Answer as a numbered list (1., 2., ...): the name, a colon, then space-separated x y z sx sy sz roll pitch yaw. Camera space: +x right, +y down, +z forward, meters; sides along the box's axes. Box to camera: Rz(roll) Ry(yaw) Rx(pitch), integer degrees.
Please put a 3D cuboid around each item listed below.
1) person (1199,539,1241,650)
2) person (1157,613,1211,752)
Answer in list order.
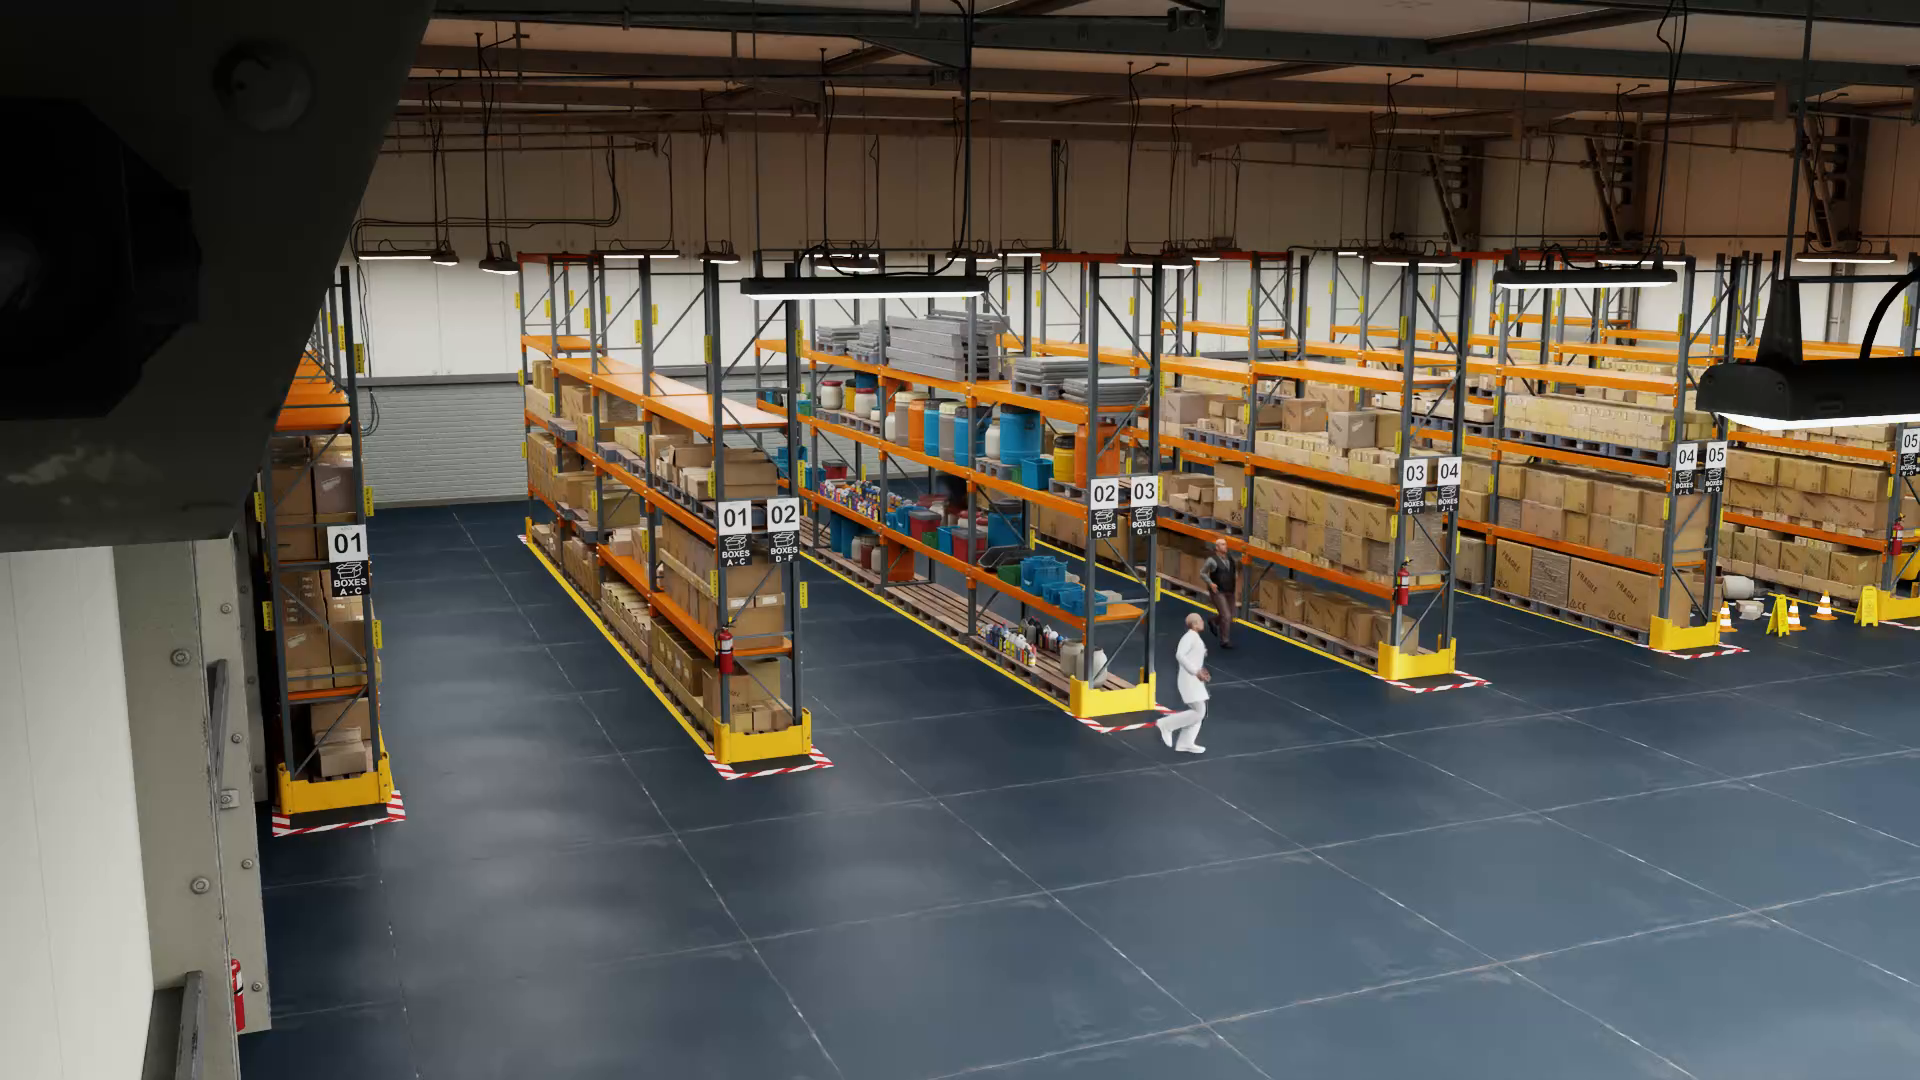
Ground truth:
1. person: 4.027 0.815 25.706 0.667 1.684 0.779 -6 12 -30
2. person: 2.806 1.755 20.785 0.649 1.686 0.752 2 11 9
